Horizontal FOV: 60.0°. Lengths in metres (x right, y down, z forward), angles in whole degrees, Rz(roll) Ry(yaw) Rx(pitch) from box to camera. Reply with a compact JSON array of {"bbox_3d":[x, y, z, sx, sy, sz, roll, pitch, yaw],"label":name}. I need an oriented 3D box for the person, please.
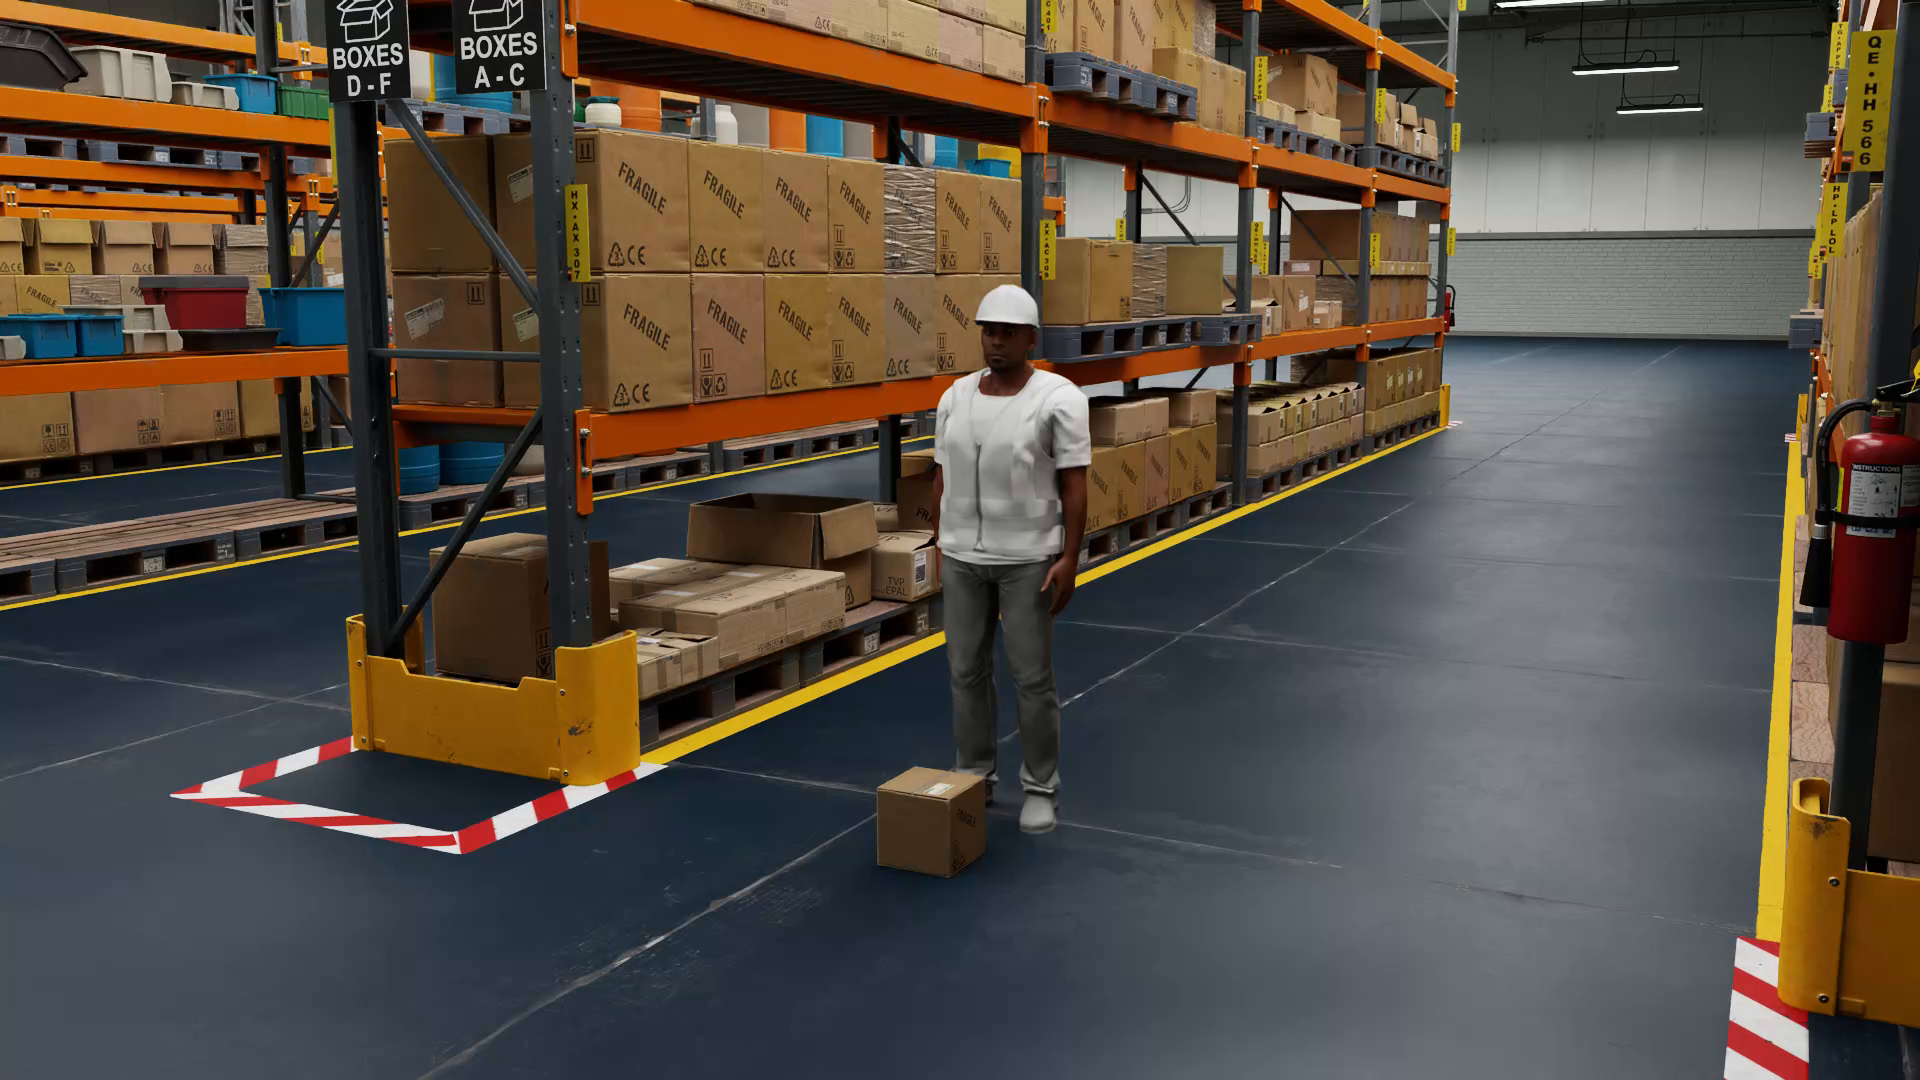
[{"bbox_3d":[0.147,0.061,5.459,0.563,1.777,0.354,5,10,28],"label":"person"}]
